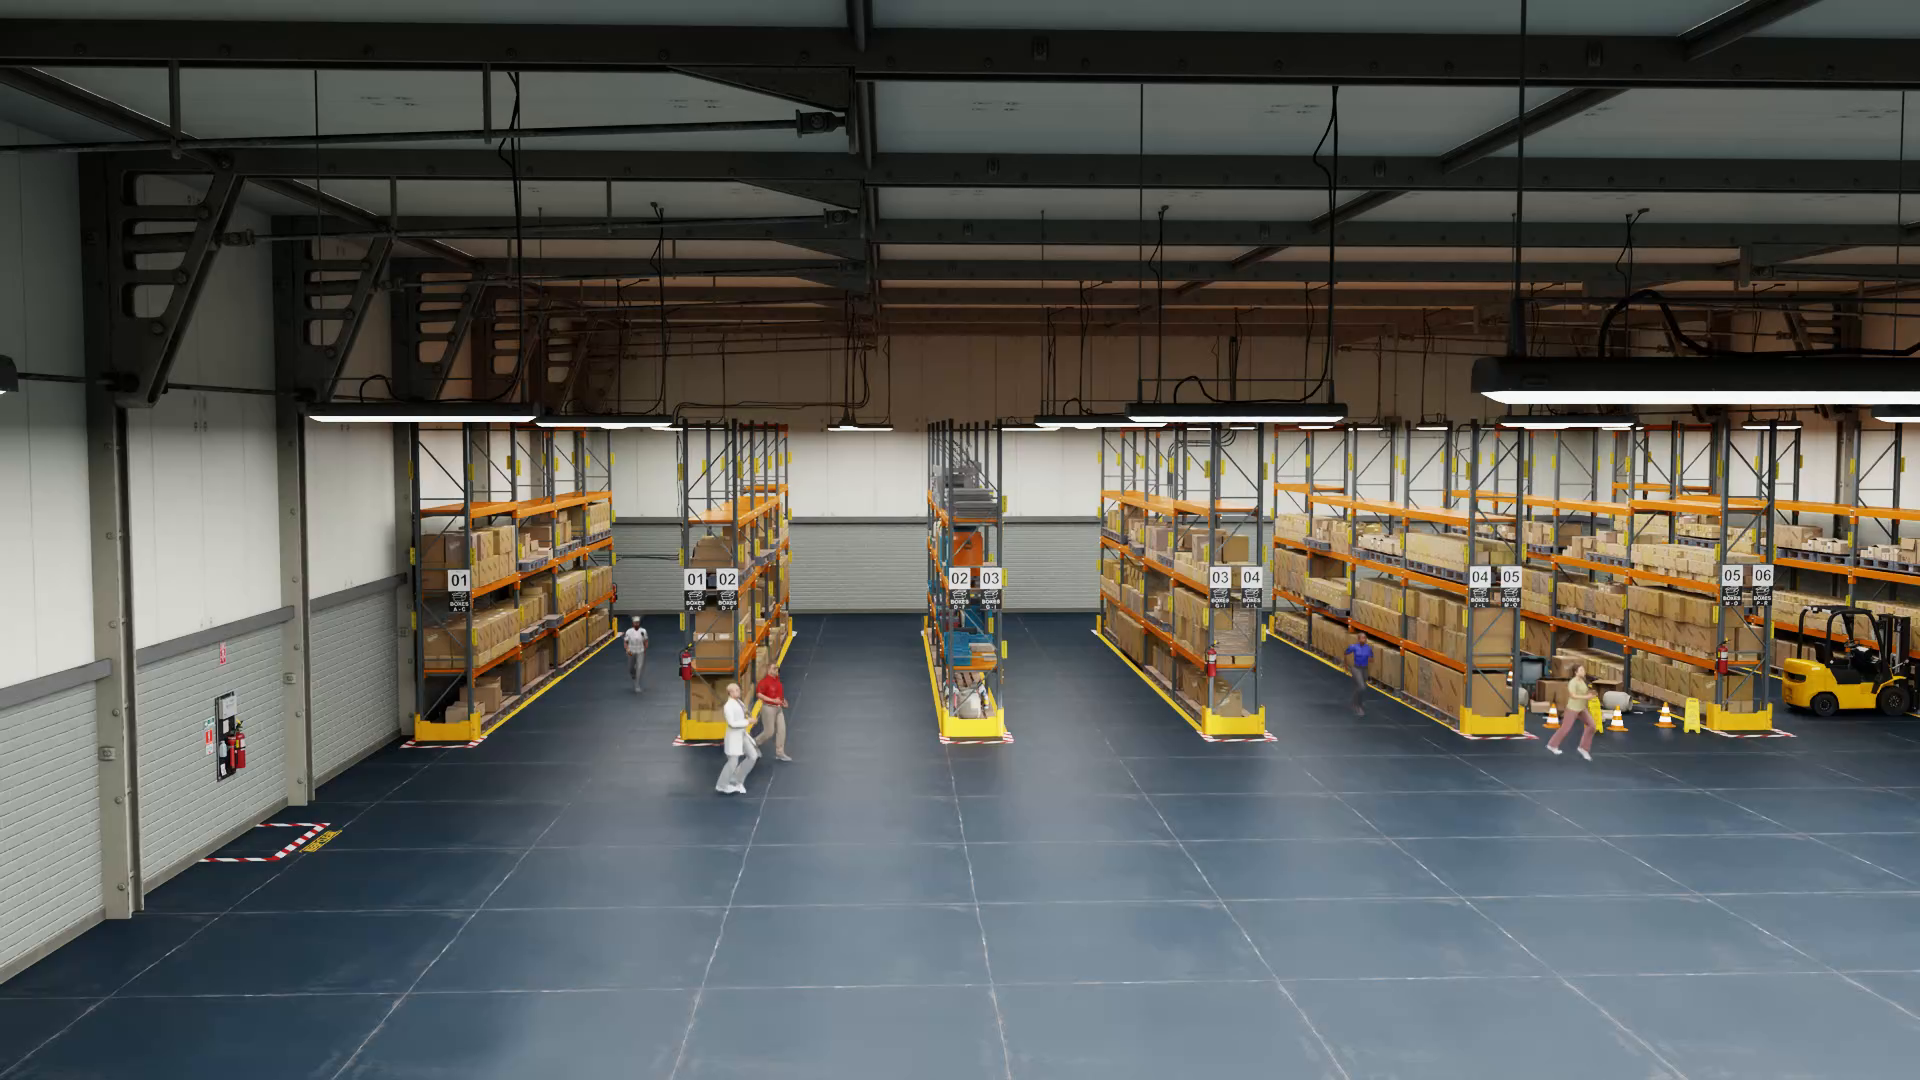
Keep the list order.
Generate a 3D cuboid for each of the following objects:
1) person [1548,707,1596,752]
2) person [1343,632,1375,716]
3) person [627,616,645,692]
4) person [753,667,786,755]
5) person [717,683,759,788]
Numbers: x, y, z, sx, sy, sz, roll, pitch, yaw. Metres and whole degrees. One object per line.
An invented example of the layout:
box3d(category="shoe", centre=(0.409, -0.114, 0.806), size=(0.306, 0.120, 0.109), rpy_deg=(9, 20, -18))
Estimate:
box3d(category="person", centre=(10.802, 3.261, 29.342), size=(0.363, 0.879, 0.772), rpy_deg=(-3, 5, -42))
box3d(category="person", centre=(8.161, 2.742, 33.917), size=(0.537, 1.689, 0.827), rpy_deg=(-1, 4, -19))
box3d(category="person", centre=(-7.250, 2.533, 37.222), size=(0.382, 1.682, 0.864), rpy_deg=(-1, 4, -9))
box3d(category="person", centre=(-3.357, 2.996, 29.162), size=(0.606, 1.564, 0.414), rpy_deg=(2, 4, 30))
box3d(category="person", centre=(-3.517, 3.095, 26.326), size=(0.710, 1.666, 0.684), rpy_deg=(1, 4, 18))
